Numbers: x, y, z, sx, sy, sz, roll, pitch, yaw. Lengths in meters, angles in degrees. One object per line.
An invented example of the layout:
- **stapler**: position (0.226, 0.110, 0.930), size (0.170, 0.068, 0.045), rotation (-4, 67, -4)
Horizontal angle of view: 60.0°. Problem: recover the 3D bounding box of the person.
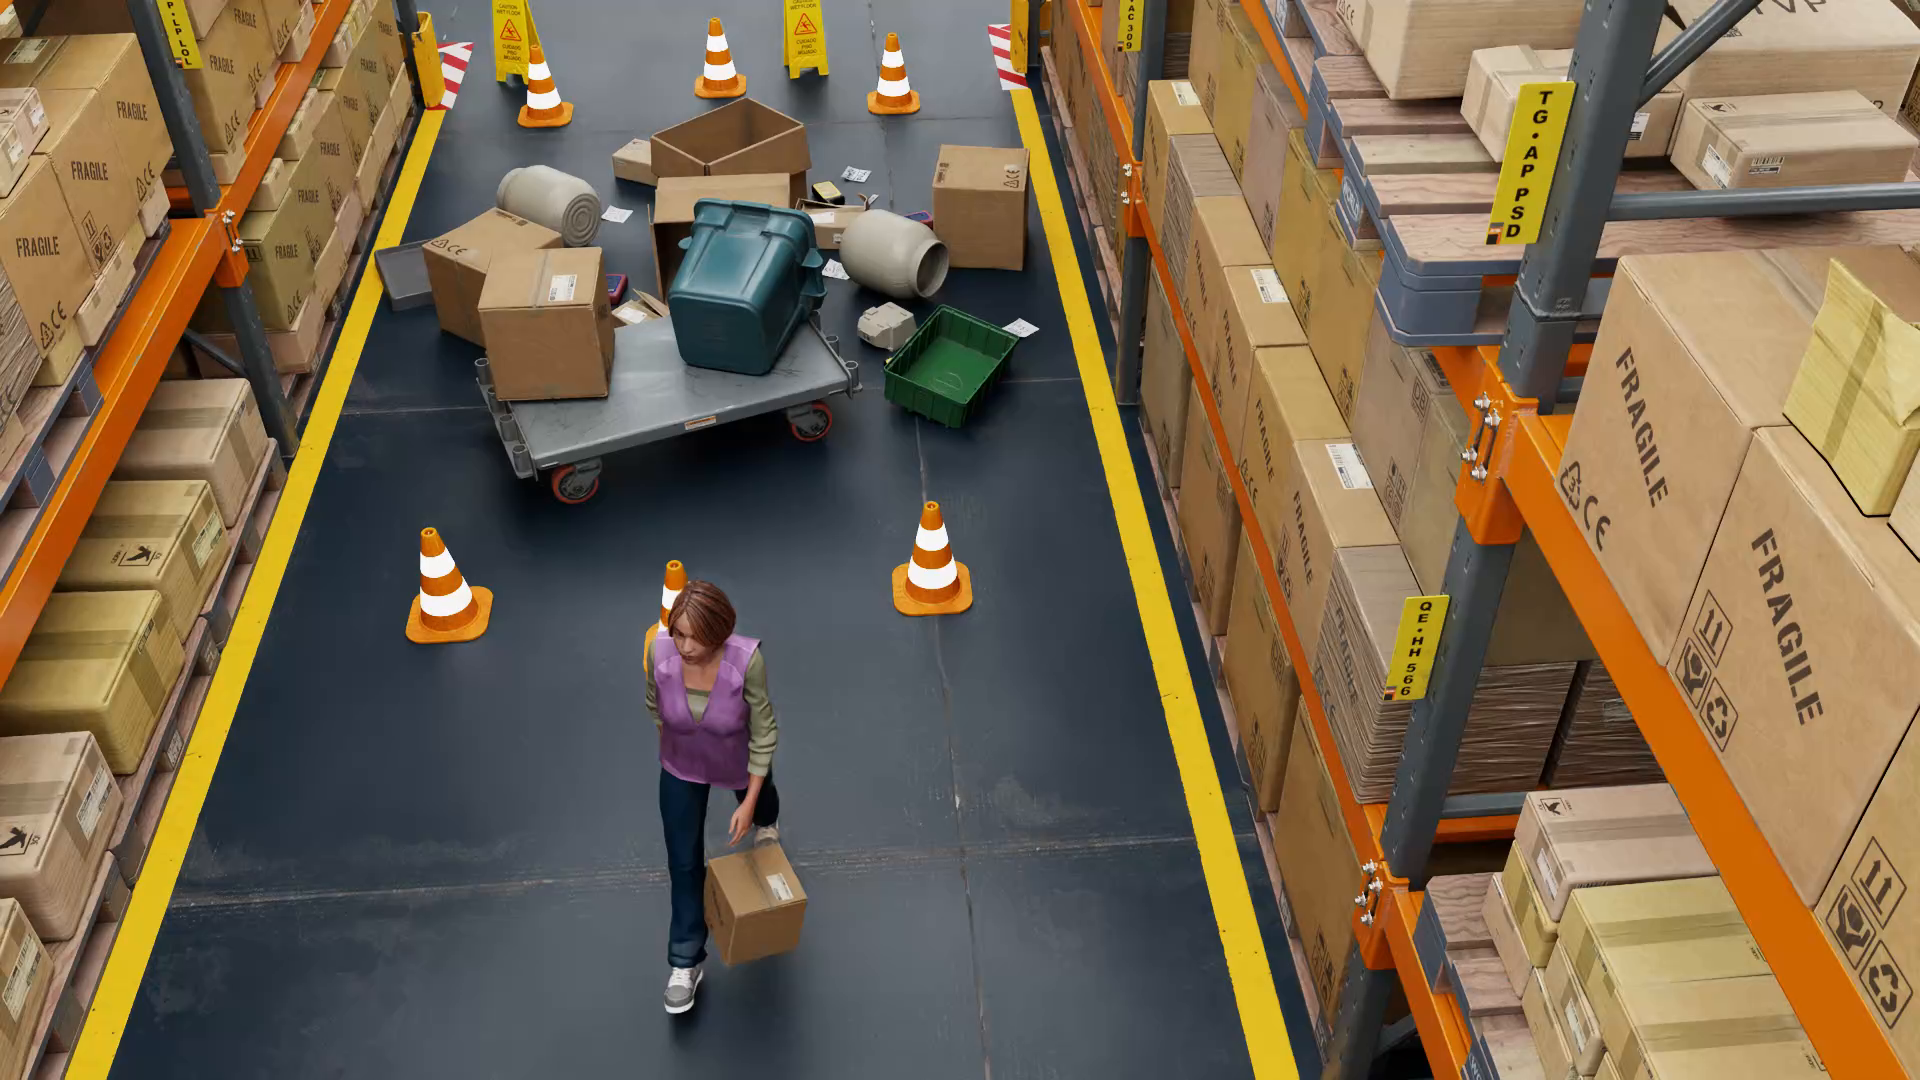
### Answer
- **person**: position (-0.773, 0.715, 5.310), size (0.432, 1.533, 0.954), rotation (1, 40, 1)
